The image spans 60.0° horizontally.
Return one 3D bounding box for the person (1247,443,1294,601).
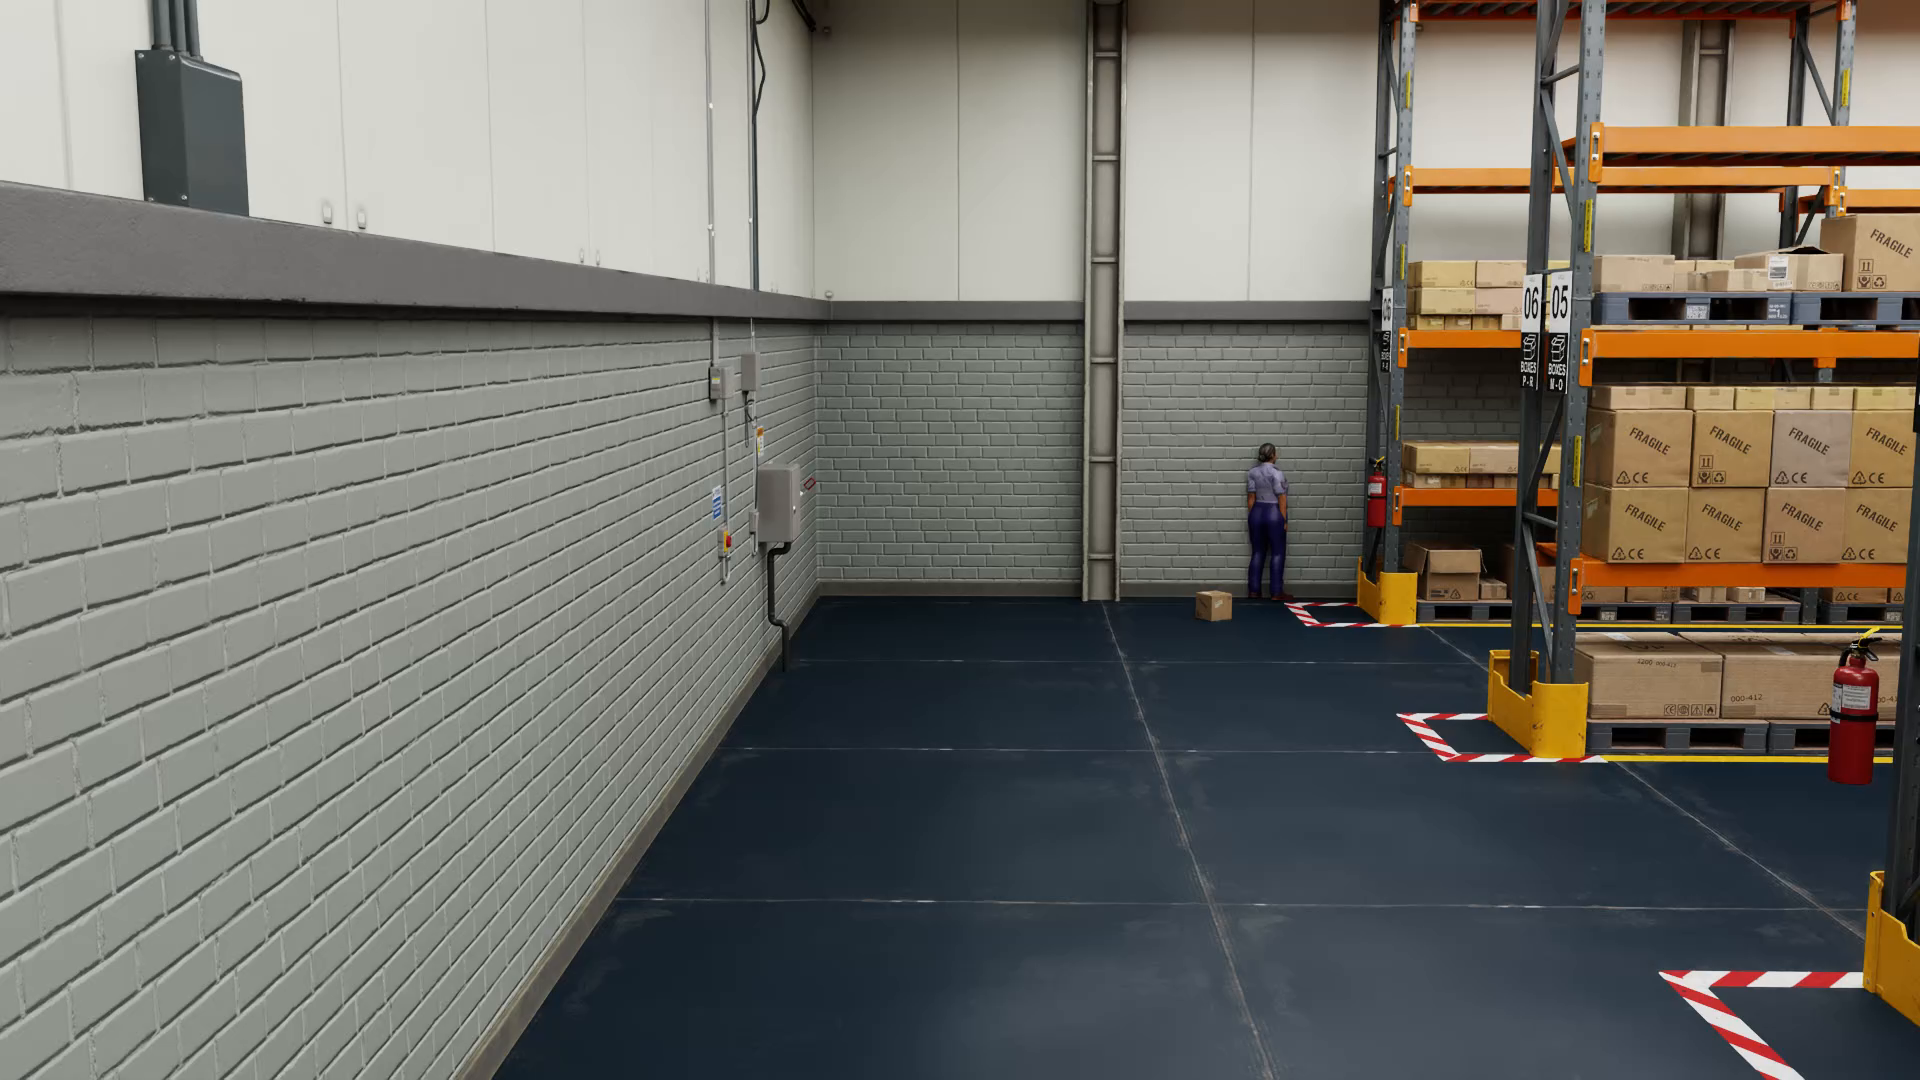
[{"bbox_3d":[3.230,-0.194,17.351,0.466,1.650,0.365,7,10,43],"label":"person"}]
